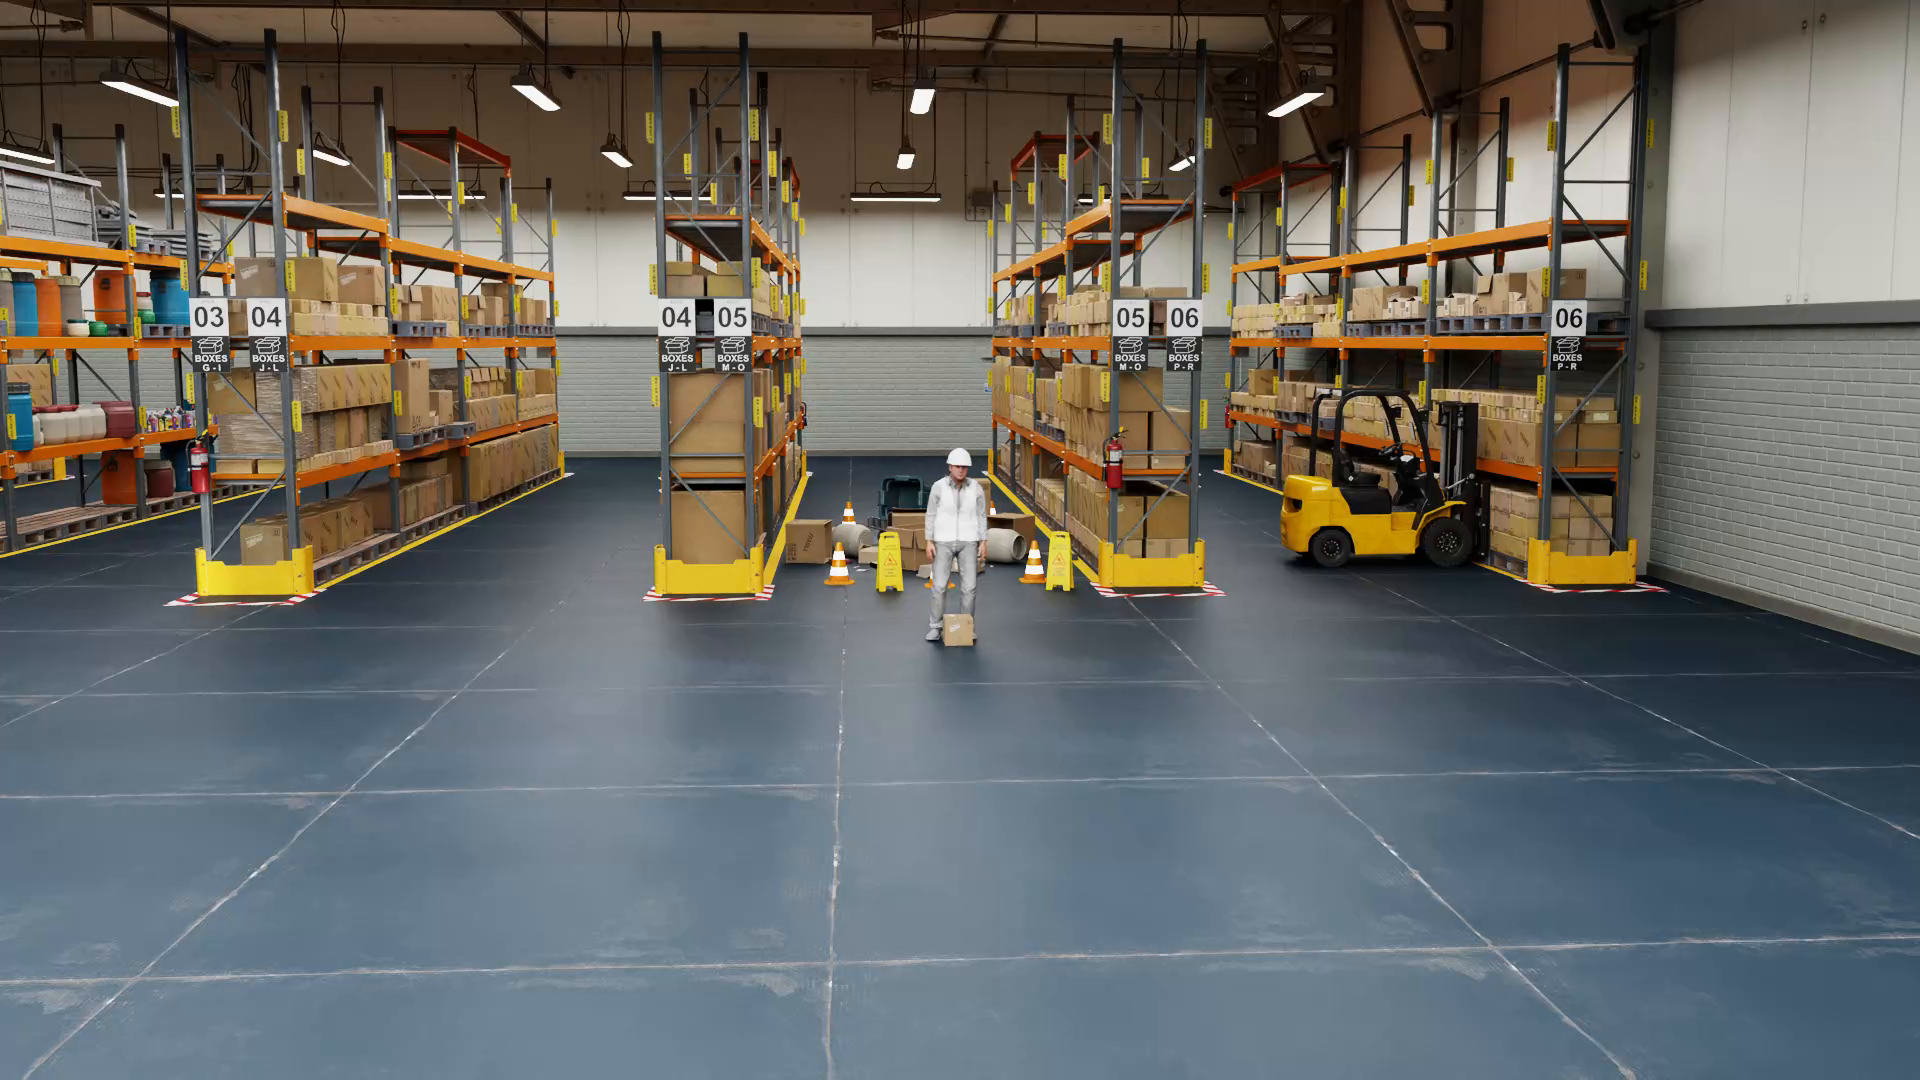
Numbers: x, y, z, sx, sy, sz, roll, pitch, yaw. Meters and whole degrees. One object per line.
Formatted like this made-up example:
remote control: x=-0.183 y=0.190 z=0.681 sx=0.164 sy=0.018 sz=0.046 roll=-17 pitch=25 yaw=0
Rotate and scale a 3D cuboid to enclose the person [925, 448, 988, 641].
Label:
person: x=-0.036 y=0.033 z=15.347 sx=0.594 sy=1.772 sz=0.460 roll=-1 pitch=7 yaw=-7
